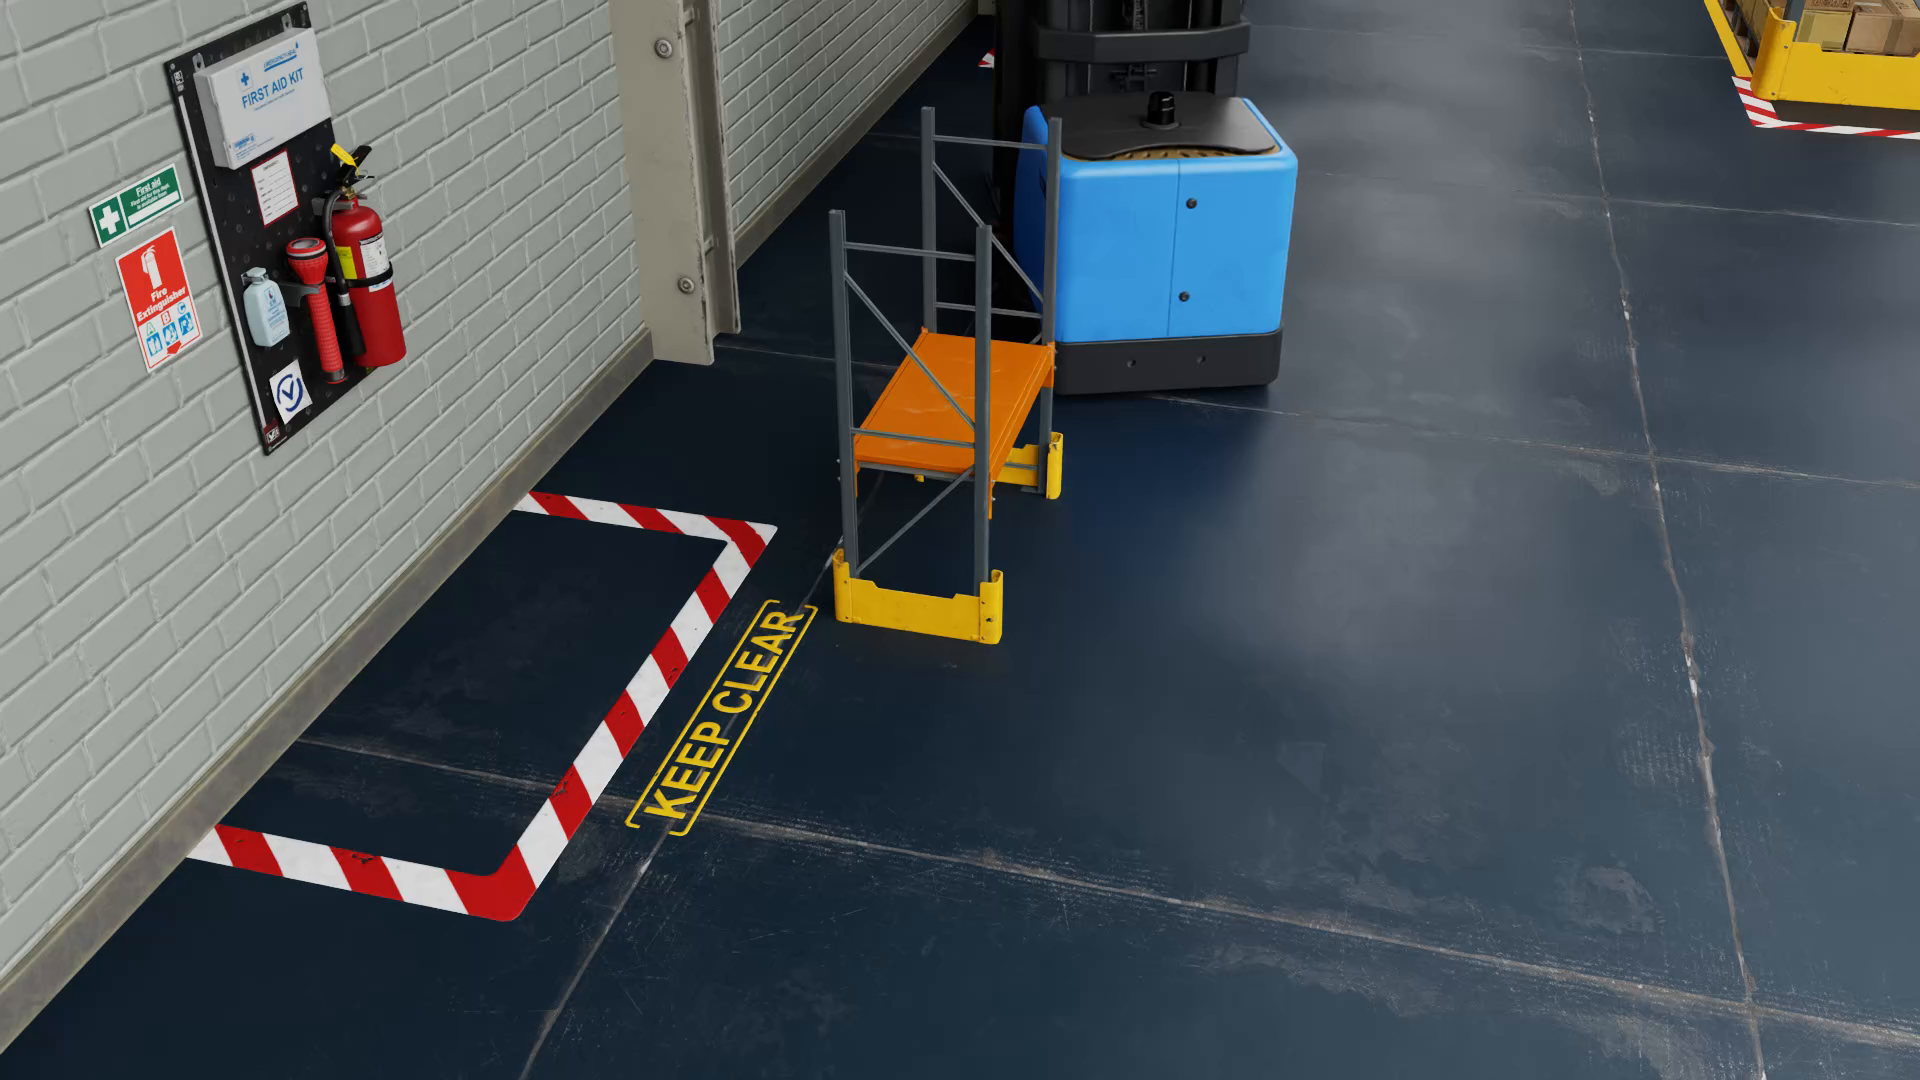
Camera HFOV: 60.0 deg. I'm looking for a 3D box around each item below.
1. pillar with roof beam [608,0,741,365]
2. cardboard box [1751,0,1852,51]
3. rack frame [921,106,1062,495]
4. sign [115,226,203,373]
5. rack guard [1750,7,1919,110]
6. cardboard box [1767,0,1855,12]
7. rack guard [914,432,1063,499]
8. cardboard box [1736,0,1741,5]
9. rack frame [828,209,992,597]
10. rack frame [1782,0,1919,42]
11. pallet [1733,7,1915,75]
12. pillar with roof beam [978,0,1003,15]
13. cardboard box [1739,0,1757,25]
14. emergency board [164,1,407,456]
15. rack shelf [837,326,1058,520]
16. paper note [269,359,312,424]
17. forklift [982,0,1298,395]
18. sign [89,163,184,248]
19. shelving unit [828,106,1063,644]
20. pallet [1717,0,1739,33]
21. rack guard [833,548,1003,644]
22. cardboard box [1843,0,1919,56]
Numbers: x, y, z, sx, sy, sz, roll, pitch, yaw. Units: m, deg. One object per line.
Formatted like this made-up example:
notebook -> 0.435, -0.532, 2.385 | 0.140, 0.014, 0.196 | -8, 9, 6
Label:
pillar with roof beam -> 2.939, -4.121, 4.345 | 9.100, 9.000, 0.400 | 8, 33, 12
cardboard box -> 5.600, -3.471, 11.086 | 0.500, 0.250, 0.500 | 8, 33, 12
rack frame -> 0.107, -0.852, 6.193 | 0.500, 1.500, 0.032 | 8, 33, 12
sign -> -2.129, -0.641, 4.428 | 0.001, 0.329, 0.234 | 8, 33, 12
rack guard -> 5.743, -3.068, 10.611 | 1.175, 0.500, 0.348 | 8, 33, 12
cardboard box -> 5.598, -3.788, 10.885 | 0.500, 0.500, 0.500 | 8, 33, 12
rack guard -> 0.107, -0.324, 6.527 | 0.587, 0.250, 0.087 | 8, 33, 12
cardboard box -> 5.840, -3.992, 11.905 | 0.500, 0.250, 0.500 | 8, 33, 12
rack frame -> -0.151, -0.325, 5.363 | 0.500, 1.500, 0.032 | 8, 33, 12
rack frame -> 5.750, -4.136, 9.959 | 1.000, 3.000, 0.127 | 8, 33, 12
pallet -> 5.903, -3.361, 11.341 | 1.003, 0.211, 1.213 | 8, 33, 12
pillar with roof beam -> 4.462, -7.235, 9.243 | 9.100, 9.000, 0.400 | 8, 33, 12
cardboard box -> 5.715, -3.732, 11.496 | 0.500, 0.250, 0.500 | 8, 33, 12
emergency board -> -1.889, -0.898, 4.867 | 0.194, 1.169, 0.643 | 8, 33, 12
rack shelf -> -0.022, -0.437, 5.874 | 0.538, 0.185, 1.000 | 8, 33, 12
paper note -> -2.000, -0.444, 4.974 | 0.016, 0.148, 0.142 | 8, 33, 12
forklift -> 0.708, -2.627, 7.650 | 1.130, 2.935, 3.031 | -3, 33, -5
sign -> -2.119, -0.865, 4.288 | 0.001, 0.109, 0.331 | 8, 33, 12
shelving unit -> -0.019, -0.593, 5.785 | 0.587, 1.500, 1.083 | 8, 33, 12
pallet -> 6.215, -3.993, 12.334 | 1.003, 0.211, 1.213 | 8, 33, 12
rack guard -> -0.146, 0.192, 5.714 | 0.587, 0.250, 0.087 | 8, 33, 12
cardboard box -> 6.101, -3.401, 10.975 | 0.500, 0.250, 0.500 | 8, 33, 12
